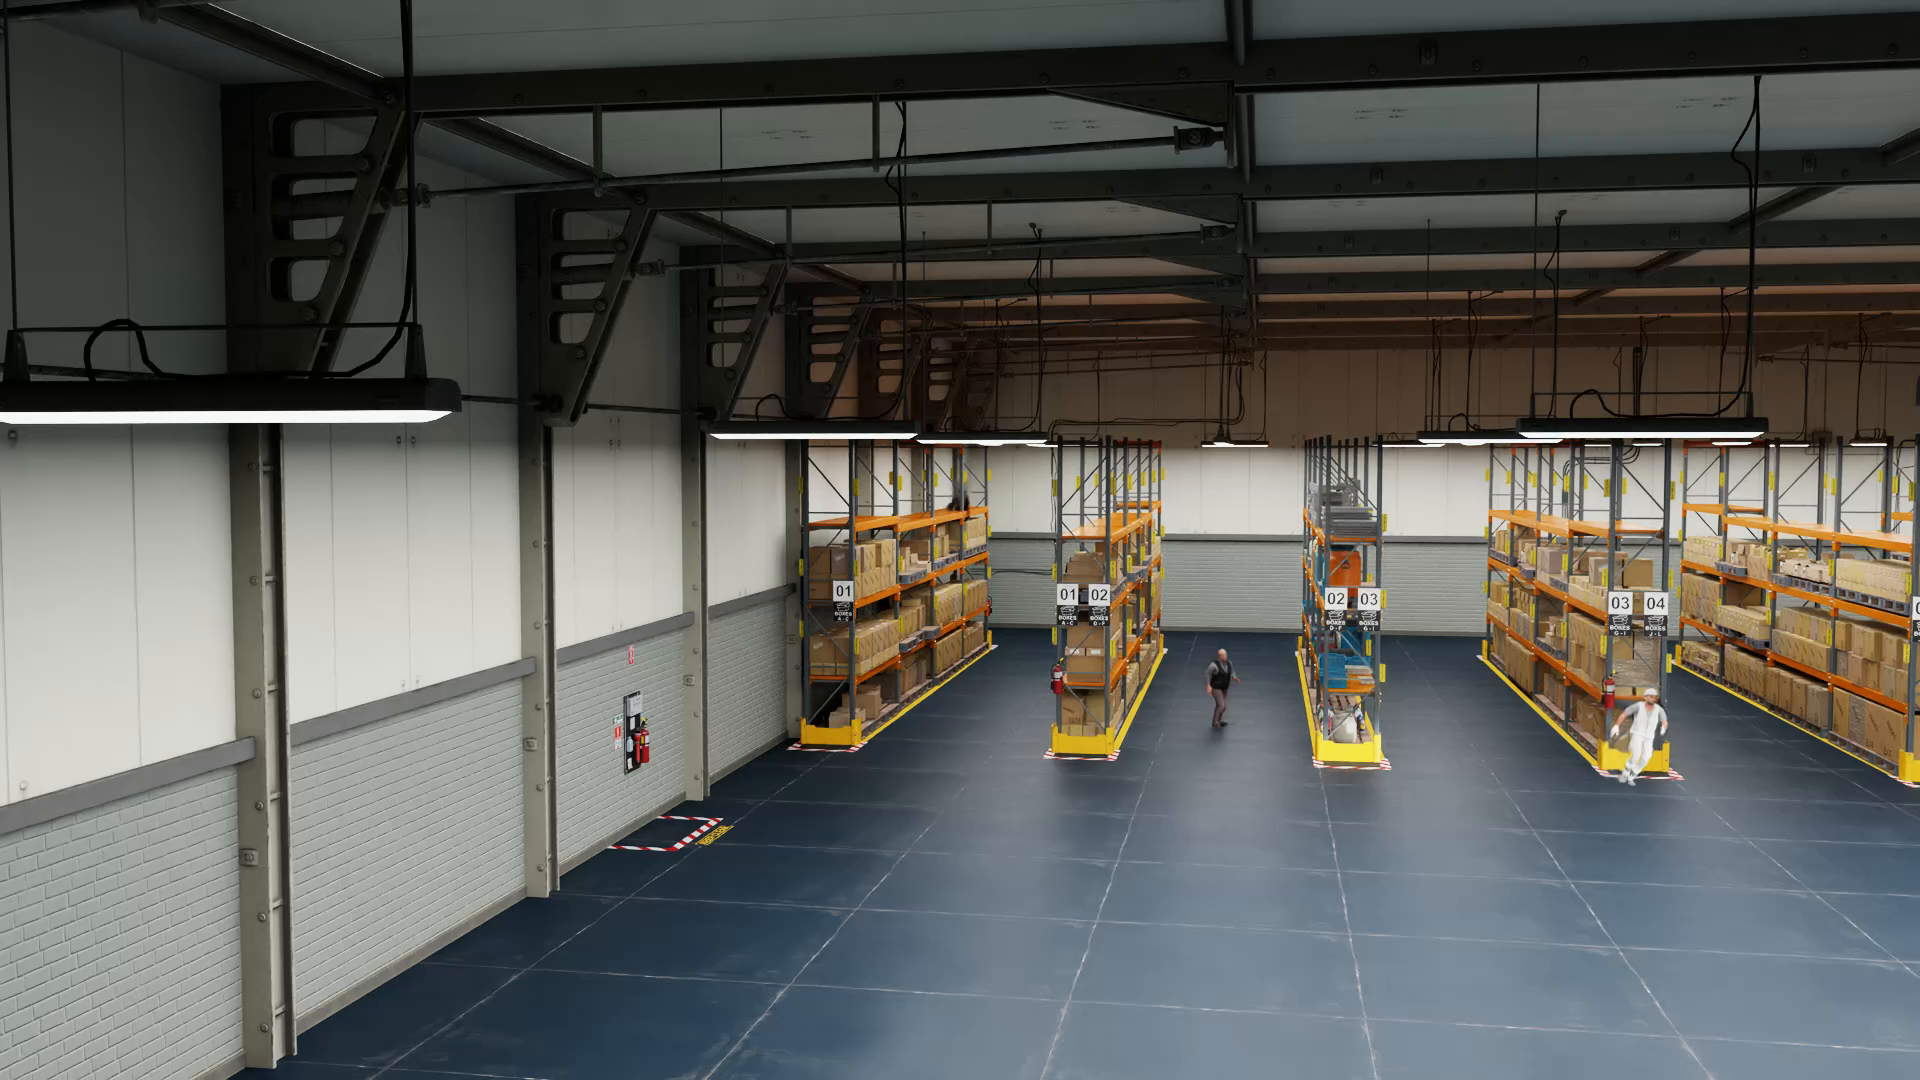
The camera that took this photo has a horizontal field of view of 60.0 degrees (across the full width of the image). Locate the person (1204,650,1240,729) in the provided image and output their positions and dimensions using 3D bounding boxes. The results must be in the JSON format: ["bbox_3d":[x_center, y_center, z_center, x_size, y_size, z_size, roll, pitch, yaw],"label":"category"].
[{"bbox_3d":[5.390,3.082,34.219,0.675,1.679,0.834,-3,4,-40],"label":"person"}]

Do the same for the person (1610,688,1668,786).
[{"bbox_3d":[11.619,3.369,28.282,0.854,1.709,0.670,0,3,-4],"label":"person"}]
